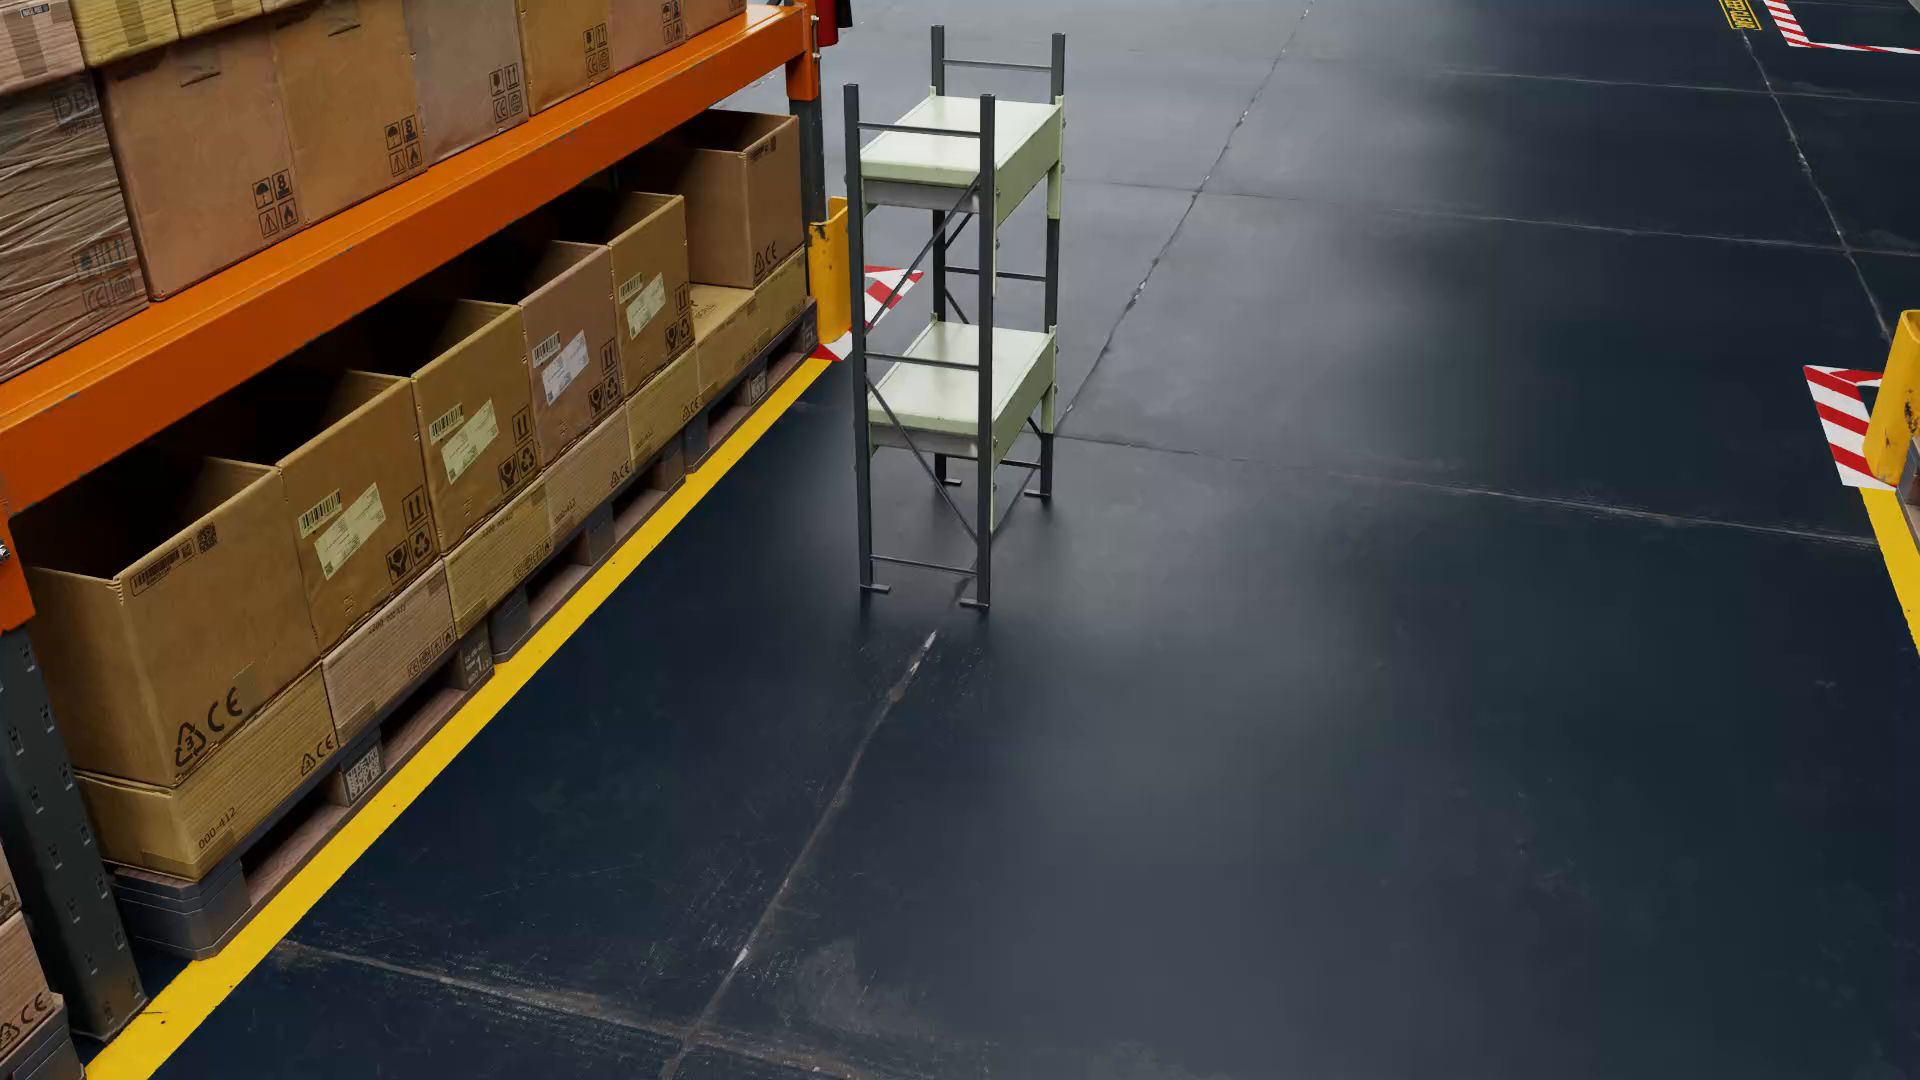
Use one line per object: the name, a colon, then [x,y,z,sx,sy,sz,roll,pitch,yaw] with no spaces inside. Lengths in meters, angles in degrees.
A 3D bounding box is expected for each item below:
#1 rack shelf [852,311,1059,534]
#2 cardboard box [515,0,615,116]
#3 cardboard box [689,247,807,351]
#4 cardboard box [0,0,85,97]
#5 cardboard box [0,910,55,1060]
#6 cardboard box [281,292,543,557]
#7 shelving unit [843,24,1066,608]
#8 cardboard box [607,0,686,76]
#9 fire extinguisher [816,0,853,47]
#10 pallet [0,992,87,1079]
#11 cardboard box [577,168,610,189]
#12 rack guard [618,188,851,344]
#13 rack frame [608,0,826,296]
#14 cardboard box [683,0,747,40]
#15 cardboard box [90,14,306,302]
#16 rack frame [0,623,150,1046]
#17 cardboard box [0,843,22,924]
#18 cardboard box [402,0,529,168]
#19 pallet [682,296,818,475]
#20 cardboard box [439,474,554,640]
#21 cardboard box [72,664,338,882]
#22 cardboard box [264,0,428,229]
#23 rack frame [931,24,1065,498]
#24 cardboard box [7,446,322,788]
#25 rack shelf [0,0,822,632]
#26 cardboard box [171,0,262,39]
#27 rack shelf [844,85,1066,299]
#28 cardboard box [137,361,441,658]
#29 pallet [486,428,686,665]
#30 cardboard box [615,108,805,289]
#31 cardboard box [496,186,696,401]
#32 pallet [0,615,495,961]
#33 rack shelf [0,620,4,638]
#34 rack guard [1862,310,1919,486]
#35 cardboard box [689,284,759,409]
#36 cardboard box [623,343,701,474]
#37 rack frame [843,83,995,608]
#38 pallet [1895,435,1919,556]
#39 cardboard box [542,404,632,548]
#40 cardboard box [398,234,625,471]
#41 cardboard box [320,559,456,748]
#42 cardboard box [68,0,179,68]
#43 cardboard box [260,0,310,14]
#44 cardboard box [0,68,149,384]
rack shelf: [0.002,-0.374,5.049,0.431,0.370,0.720,8,30,15]
cardboard box: [-1.476,-1.592,4.923,0.700,0.500,0.500,9,30,15]
cardboard box: [-0.901,-0.928,6.229,0.500,0.250,0.500,8,30,15]
cardboard box: [-1.863,-0.920,3.048,0.380,0.149,0.250,9,30,16]
cardboard box: [-2.045,0.873,2.991,0.500,0.250,0.500,8,30,14]
cardboard box: [-1.471,-0.324,4.372,0.500,0.500,0.500,8,30,15]
shelving unit: [0.002,-0.659,4.891,0.431,1.500,0.755,8,30,15]
cardboard box: [-1.325,-1.821,5.336,0.700,0.500,0.500,9,30,16]
fire extinguisher: [-0.547,-2.192,6.185,0.296,0.674,0.183,8,30,15]
pallet: [-2.379,1.188,2.898,1.003,0.211,1.213,8,30,15]
cardboard box: [-1.541,-1.097,5.762,0.500,0.500,0.500,8,30,15]
rack guard: [-1.019,-1.156,6.815,1.175,0.500,0.348,8,30,15]
rack frame: [-1.026,-2.238,6.187,1.000,3.000,0.127,8,30,15]
cardboard box: [-1.175,-2.066,5.776,0.700,0.500,0.500,9,30,15]
cardboard box: [-1.927,-0.876,3.636,0.700,0.500,0.500,8,30,14]
rack frame: [-2.200,-0.379,2.845,1.000,3.000,0.127,8,30,15]
cardboard box: [-2.045,0.623,2.863,0.500,0.311,0.500,8,30,15]
cardboard box: [-1.627,-1.346,4.482,0.700,0.500,0.500,9,30,16]
pallet: [-1.210,-0.658,6.215,1.003,0.211,1.213,8,30,15]
cardboard box: [-1.471,0.004,4.554,0.500,0.250,0.500,8,30,15]
cardboard box: [-1.774,0.467,3.721,0.500,0.250,0.500,8,30,15]
cardboard box: [-1.776,-1.108,4.054,0.700,0.500,0.500,9,30,16]
rack frame: [0.109,-0.829,5.197,0.400,1.500,0.023,8,30,15]
cardboard box: [-1.765,0.141,3.536,0.500,0.500,0.500,8,30,15]
rack shelf: [-1.613,-0.994,4.691,1.077,0.370,4.000,8,30,15]
cardboard box: [-1.713,-1.162,3.483,0.380,0.149,0.250,8,30,14]
rack shelf: [0.002,-1.000,4.701,0.431,0.370,0.720,8,30,15]
cardboard box: [-1.625,-0.093,3.956,0.500,0.500,0.500,8,30,15]
pallet: [-1.570,-0.093,5.199,1.003,0.211,1.213,8,30,15]
cardboard box: [-0.899,-1.256,6.047,0.500,0.500,0.500,8,30,15]
cardboard box: [-1.178,-0.789,5.207,0.500,0.500,0.500,8,30,15]
pallet: [-1.927,0.476,4.177,1.003,0.211,1.213,8,30,15]
rack shelf: [-2.787,0.865,1.349,1.077,0.370,4.000,8,30,15]
rack guard: [3.688,-0.405,5.463,1.175,0.500,0.348,8,30,15]
cardboard box: [-1.036,-0.694,5.809,0.500,0.250,0.500,8,30,15]
cardboard box: [-1.181,-0.461,5.390,0.500,0.250,0.500,8,30,15]
rack frame: [-0.105,-0.488,4.585,0.400,1.500,0.023,8,30,15]
pallet: [3.416,0.094,4.864,1.003,0.211,1.213,8,30,15]
cardboard box: [-1.330,-0.229,4.973,0.500,0.250,0.500,8,30,15]
cardboard box: [-1.326,-0.557,4.790,0.500,0.500,0.500,8,30,15]
cardboard box: [-1.623,0.235,4.138,0.500,0.250,0.500,8,30,15]
cardboard box: [-1.788,-1.040,3.264,0.380,0.149,0.250,8,30,14]
cardboard box: [-1.637,-1.278,3.692,0.380,0.149,0.250,7,30,13]
cardboard box: [-2.076,-0.630,3.193,0.700,0.500,0.500,8,30,14]
